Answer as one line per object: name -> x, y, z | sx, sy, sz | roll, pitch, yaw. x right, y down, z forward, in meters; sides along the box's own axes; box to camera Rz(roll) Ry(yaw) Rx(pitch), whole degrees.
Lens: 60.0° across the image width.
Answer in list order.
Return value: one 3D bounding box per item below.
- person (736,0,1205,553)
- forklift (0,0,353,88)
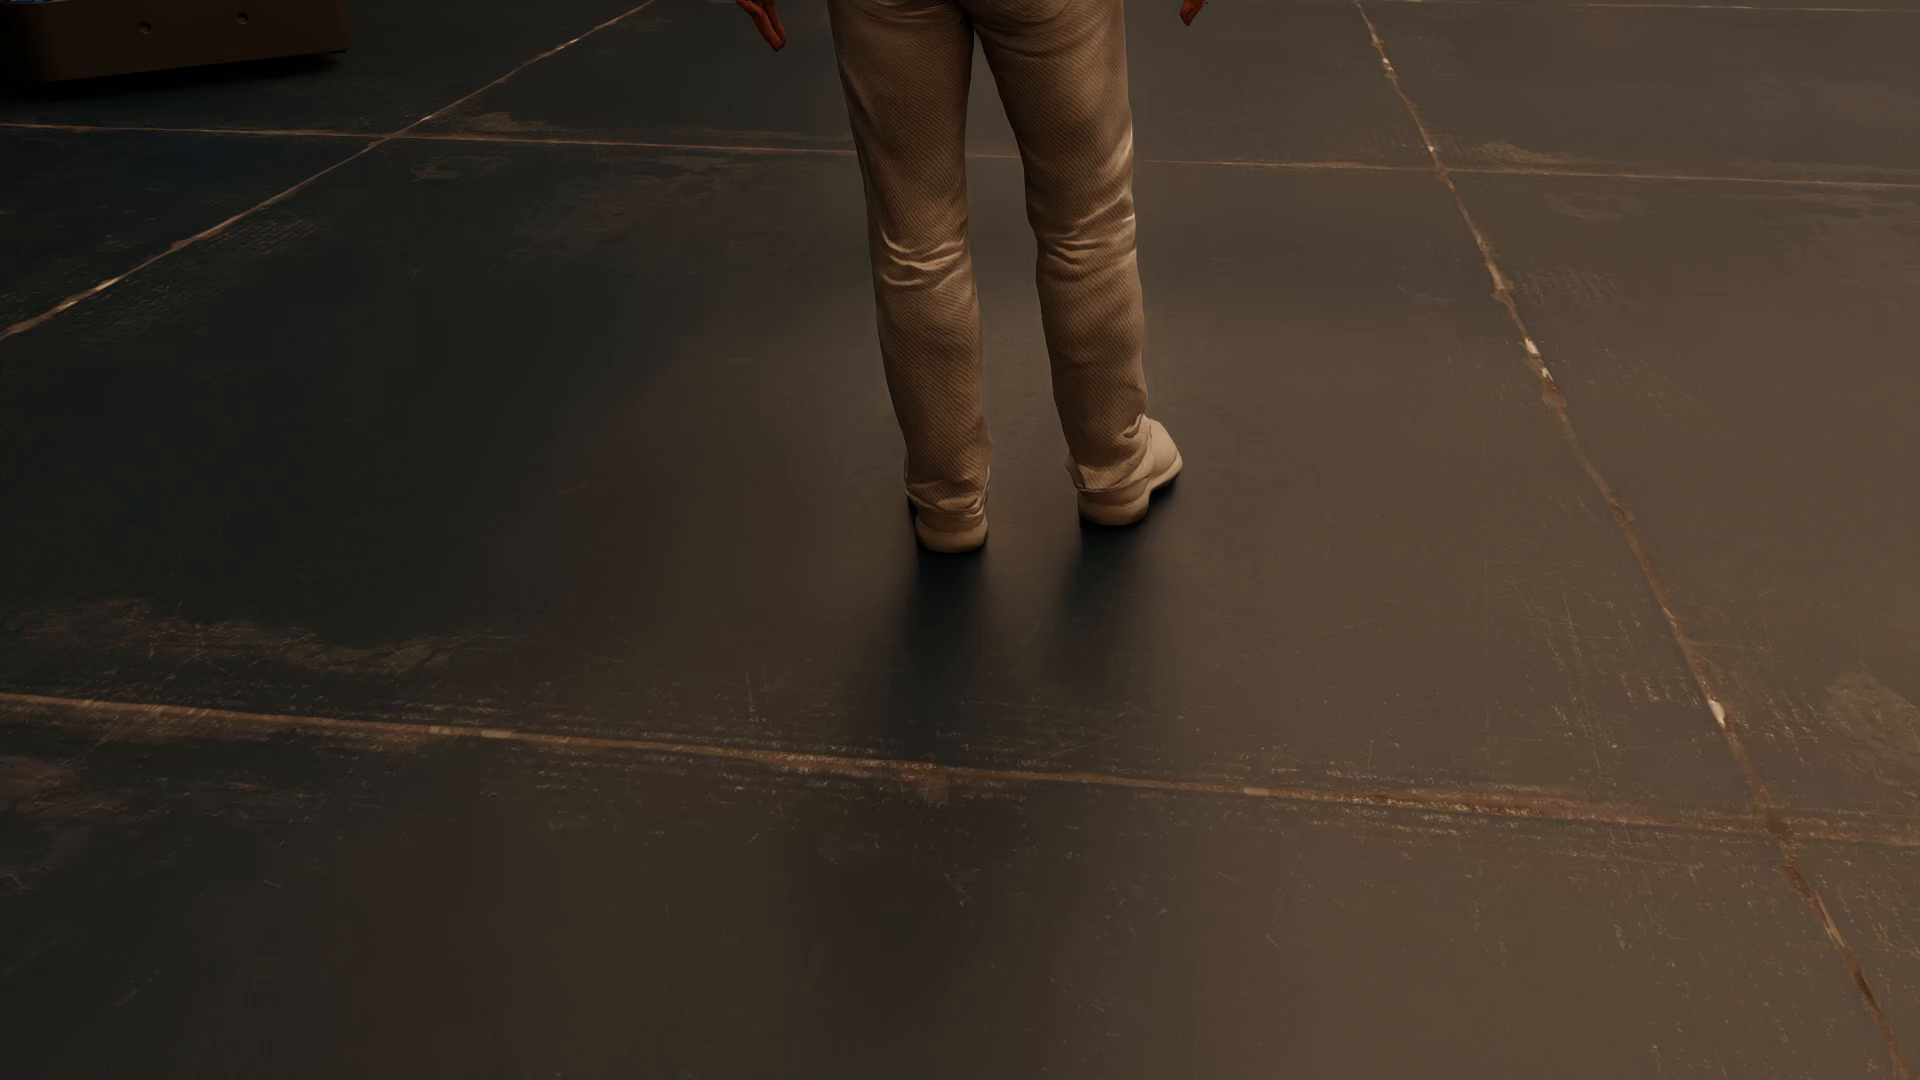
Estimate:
person -> 0.014, -0.824, 2.166 | 0.666, 1.761, 0.575 | 3, 27, 7
forklift -> -3.383, -3.348, 5.928 | 1.130, 2.935, 3.031 | -18, 32, -32
